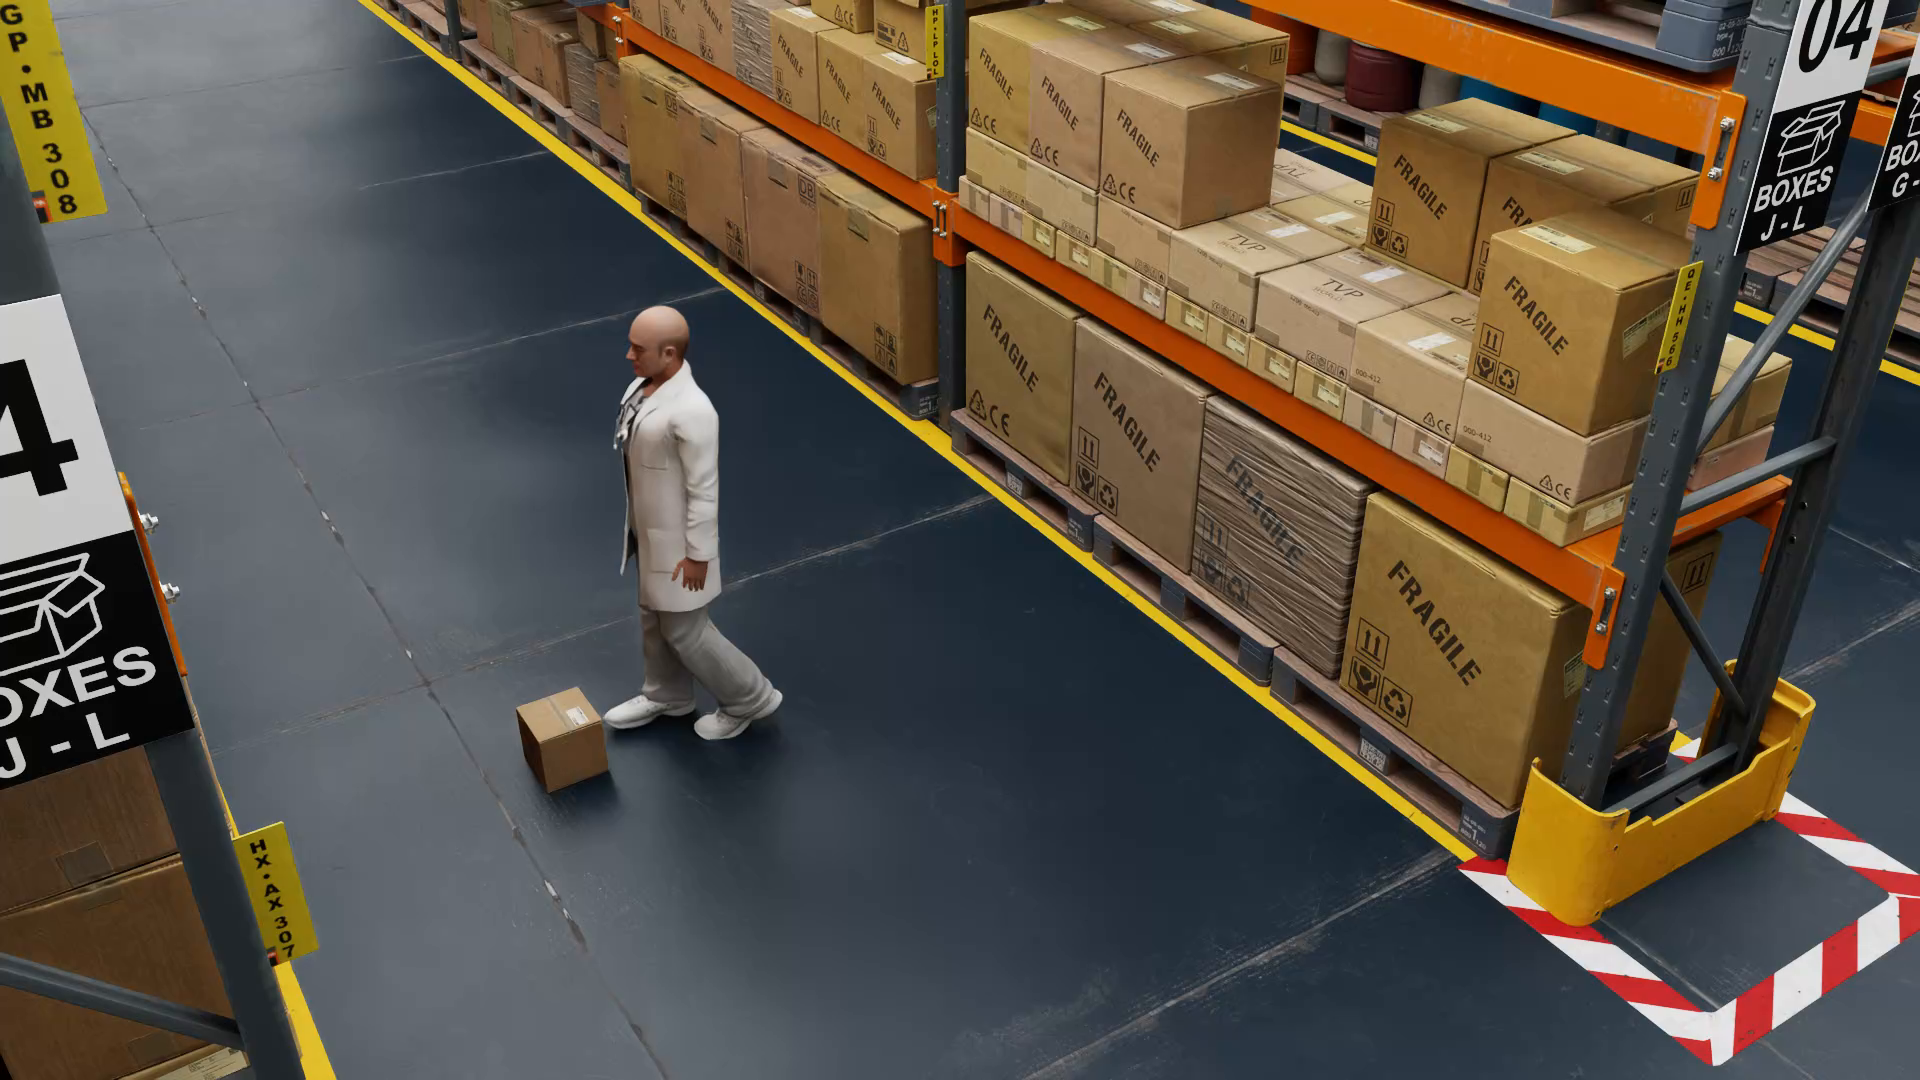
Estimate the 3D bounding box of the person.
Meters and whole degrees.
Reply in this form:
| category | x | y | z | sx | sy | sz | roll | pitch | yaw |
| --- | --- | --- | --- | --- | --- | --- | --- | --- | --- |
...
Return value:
| category | x | y | z | sx | sy | sz | roll | pitch | yaw |
| --- | --- | --- | --- | --- | --- | --- | --- | --- | --- |
| person | -1.100 | -0.048 | 6.196 | 0.629 | 1.765 | 0.613 | -14 | 35 | -21 |
